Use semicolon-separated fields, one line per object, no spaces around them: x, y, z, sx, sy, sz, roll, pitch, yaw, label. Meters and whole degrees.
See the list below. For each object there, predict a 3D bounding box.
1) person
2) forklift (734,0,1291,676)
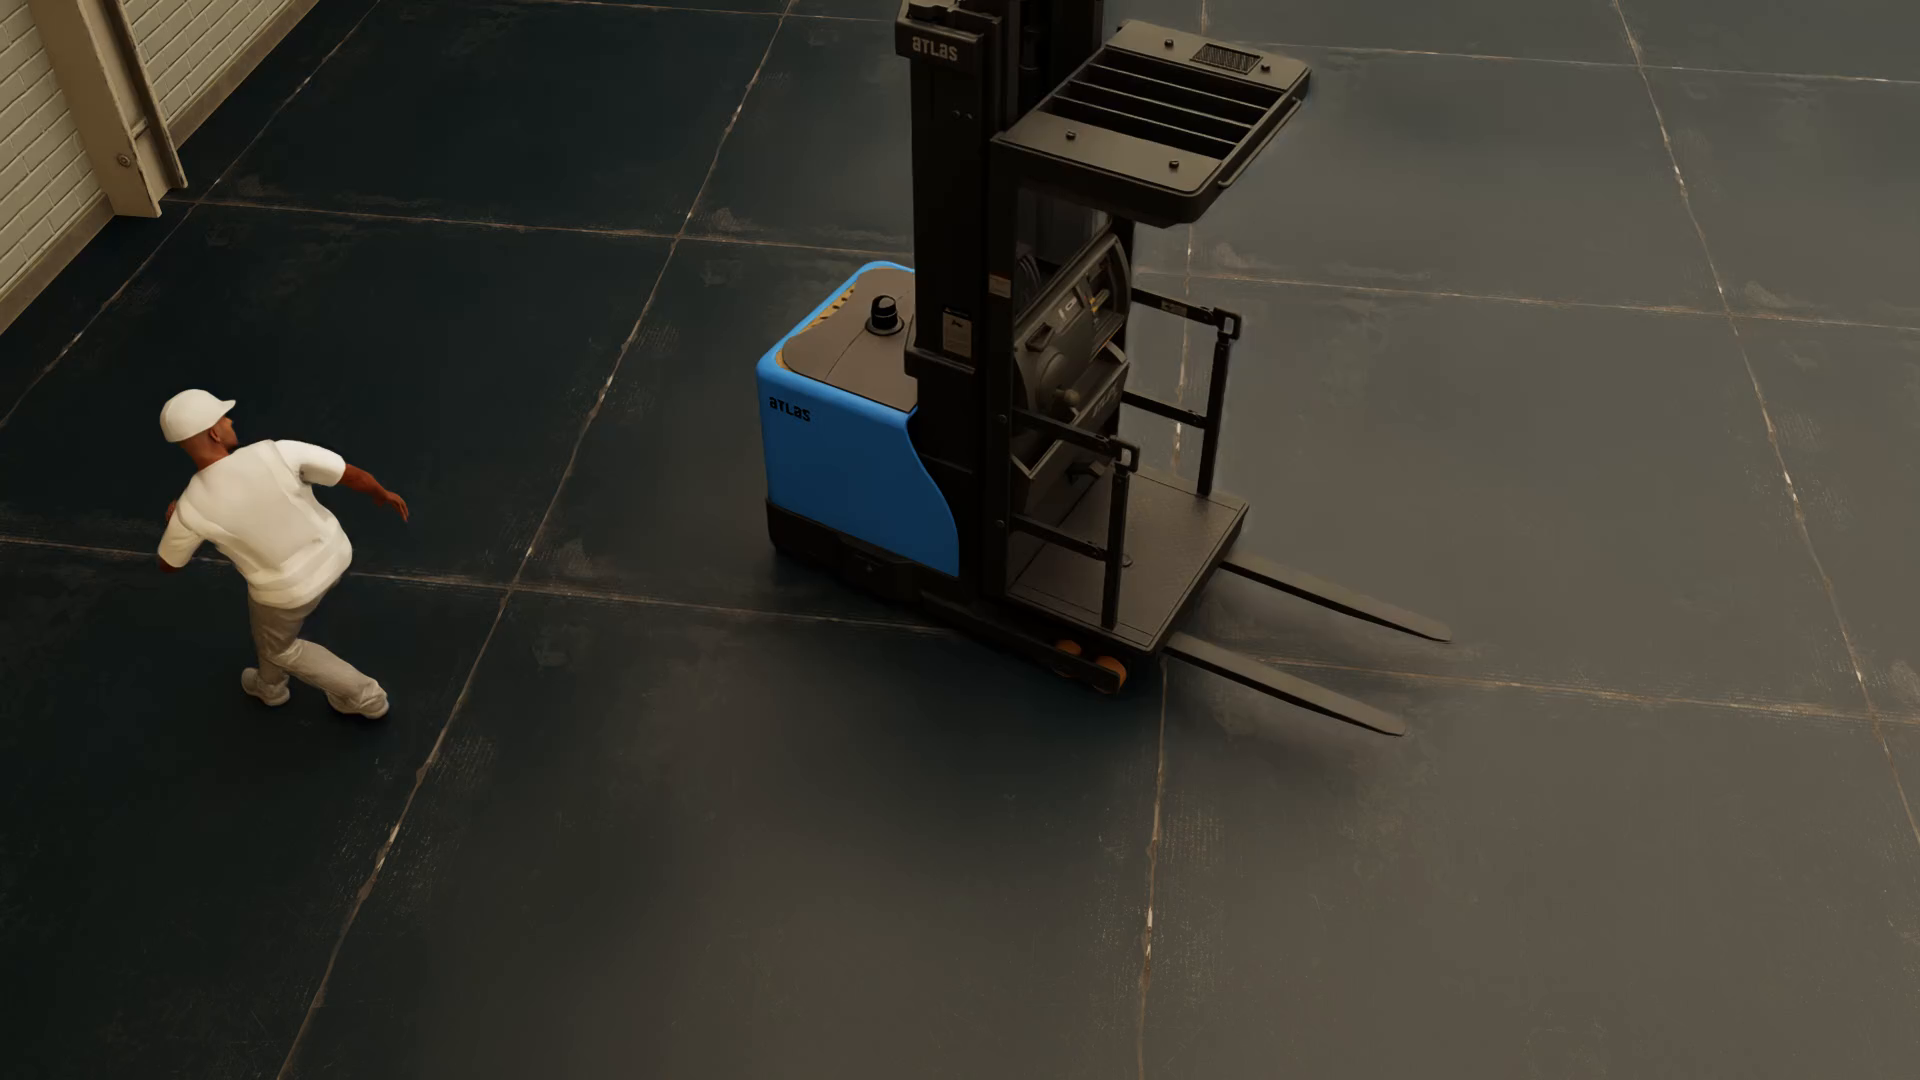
-3.035;0.120;6.458;0.644;1.769;0.399;-22;47;-22;person
0.427;-1.388;7.236;1.130;2.935;3.031;34;52;31;forklift
